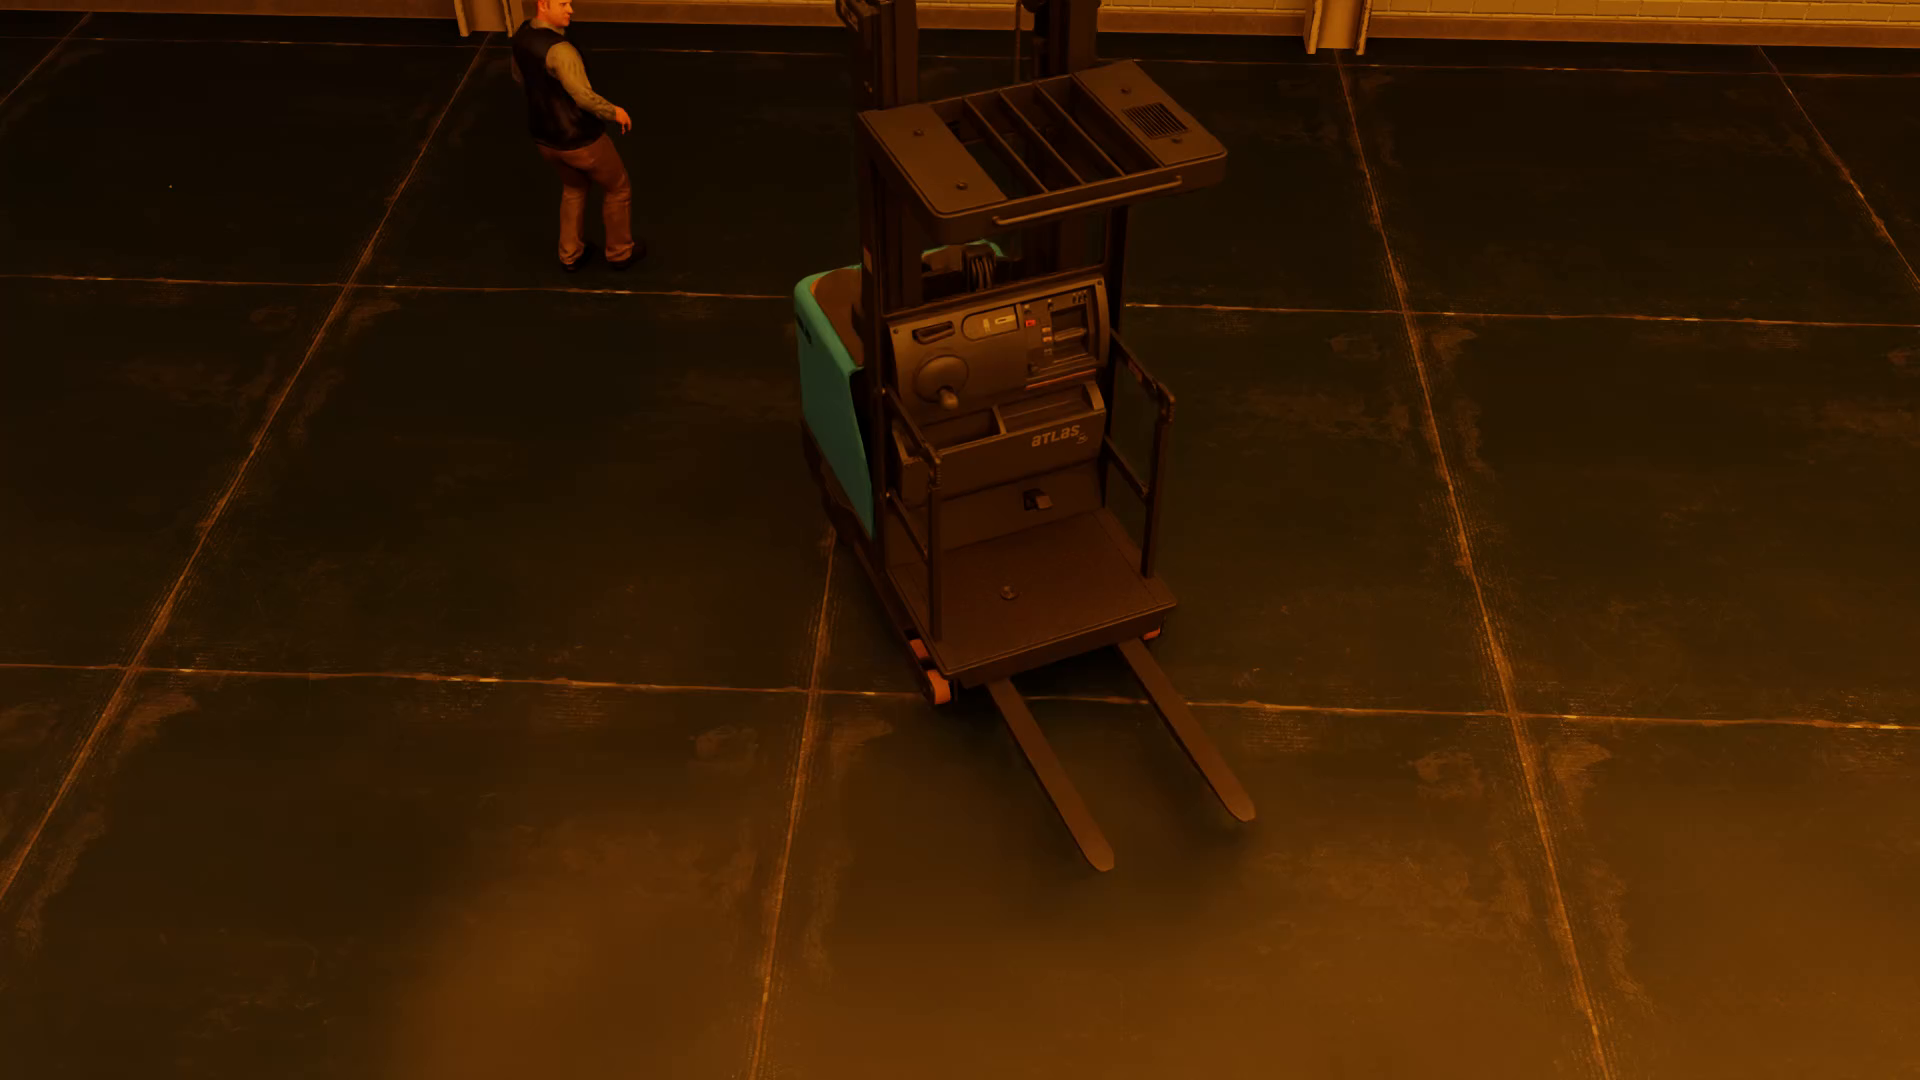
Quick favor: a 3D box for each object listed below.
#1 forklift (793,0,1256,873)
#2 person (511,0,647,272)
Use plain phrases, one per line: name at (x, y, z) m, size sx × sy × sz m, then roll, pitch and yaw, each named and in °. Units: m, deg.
forklift at (0.251, -0.703, 6.512) m, size 1.130 × 2.935 × 3.031 m, roll -16°, pitch 45°, yaw -17°
person at (-2.124, -2.267, 9.160) m, size 0.731 × 1.687 × 0.516 m, roll 26°, pitch 49°, yaw 26°
